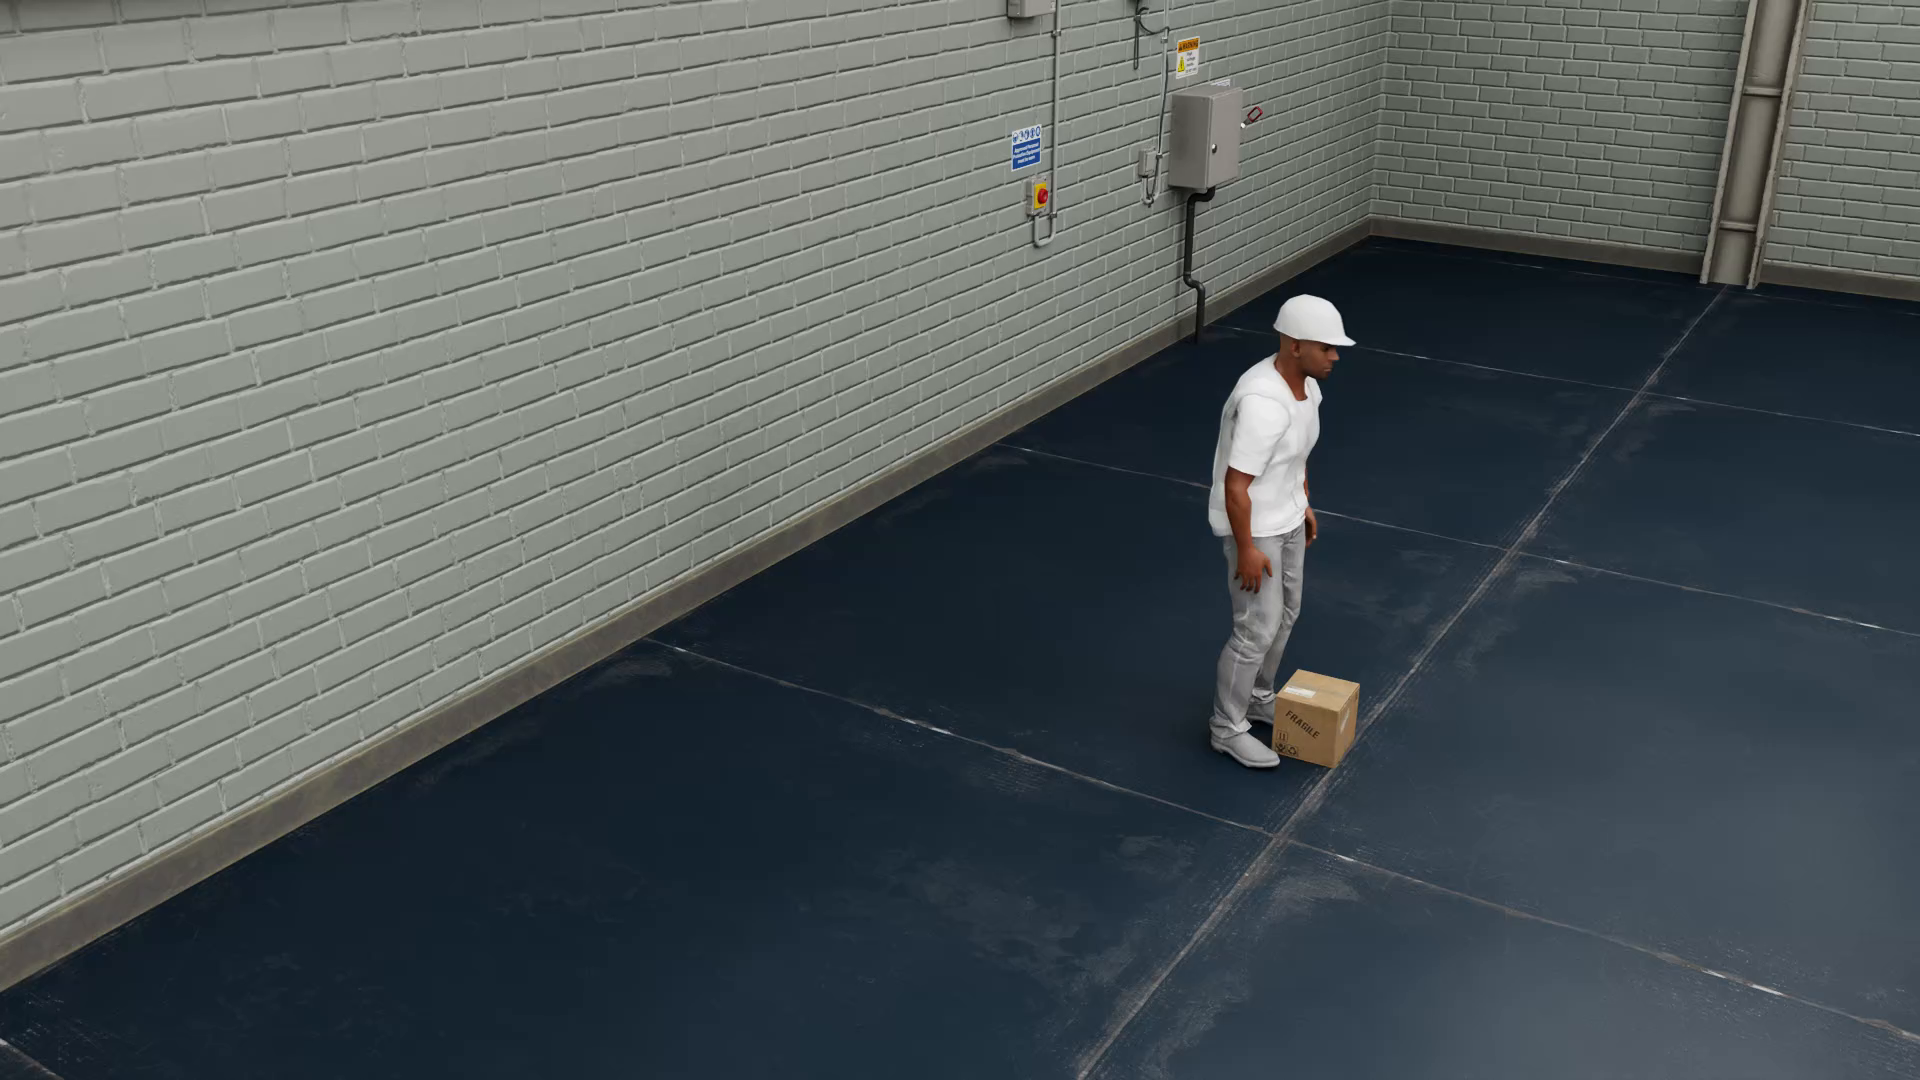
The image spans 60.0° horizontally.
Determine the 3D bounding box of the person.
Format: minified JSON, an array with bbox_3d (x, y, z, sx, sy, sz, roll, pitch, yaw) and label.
[{"bbox_3d":[1.169,-0.052,6.193,0.459,1.761,0.627,14,27,29],"label":"person"}]
